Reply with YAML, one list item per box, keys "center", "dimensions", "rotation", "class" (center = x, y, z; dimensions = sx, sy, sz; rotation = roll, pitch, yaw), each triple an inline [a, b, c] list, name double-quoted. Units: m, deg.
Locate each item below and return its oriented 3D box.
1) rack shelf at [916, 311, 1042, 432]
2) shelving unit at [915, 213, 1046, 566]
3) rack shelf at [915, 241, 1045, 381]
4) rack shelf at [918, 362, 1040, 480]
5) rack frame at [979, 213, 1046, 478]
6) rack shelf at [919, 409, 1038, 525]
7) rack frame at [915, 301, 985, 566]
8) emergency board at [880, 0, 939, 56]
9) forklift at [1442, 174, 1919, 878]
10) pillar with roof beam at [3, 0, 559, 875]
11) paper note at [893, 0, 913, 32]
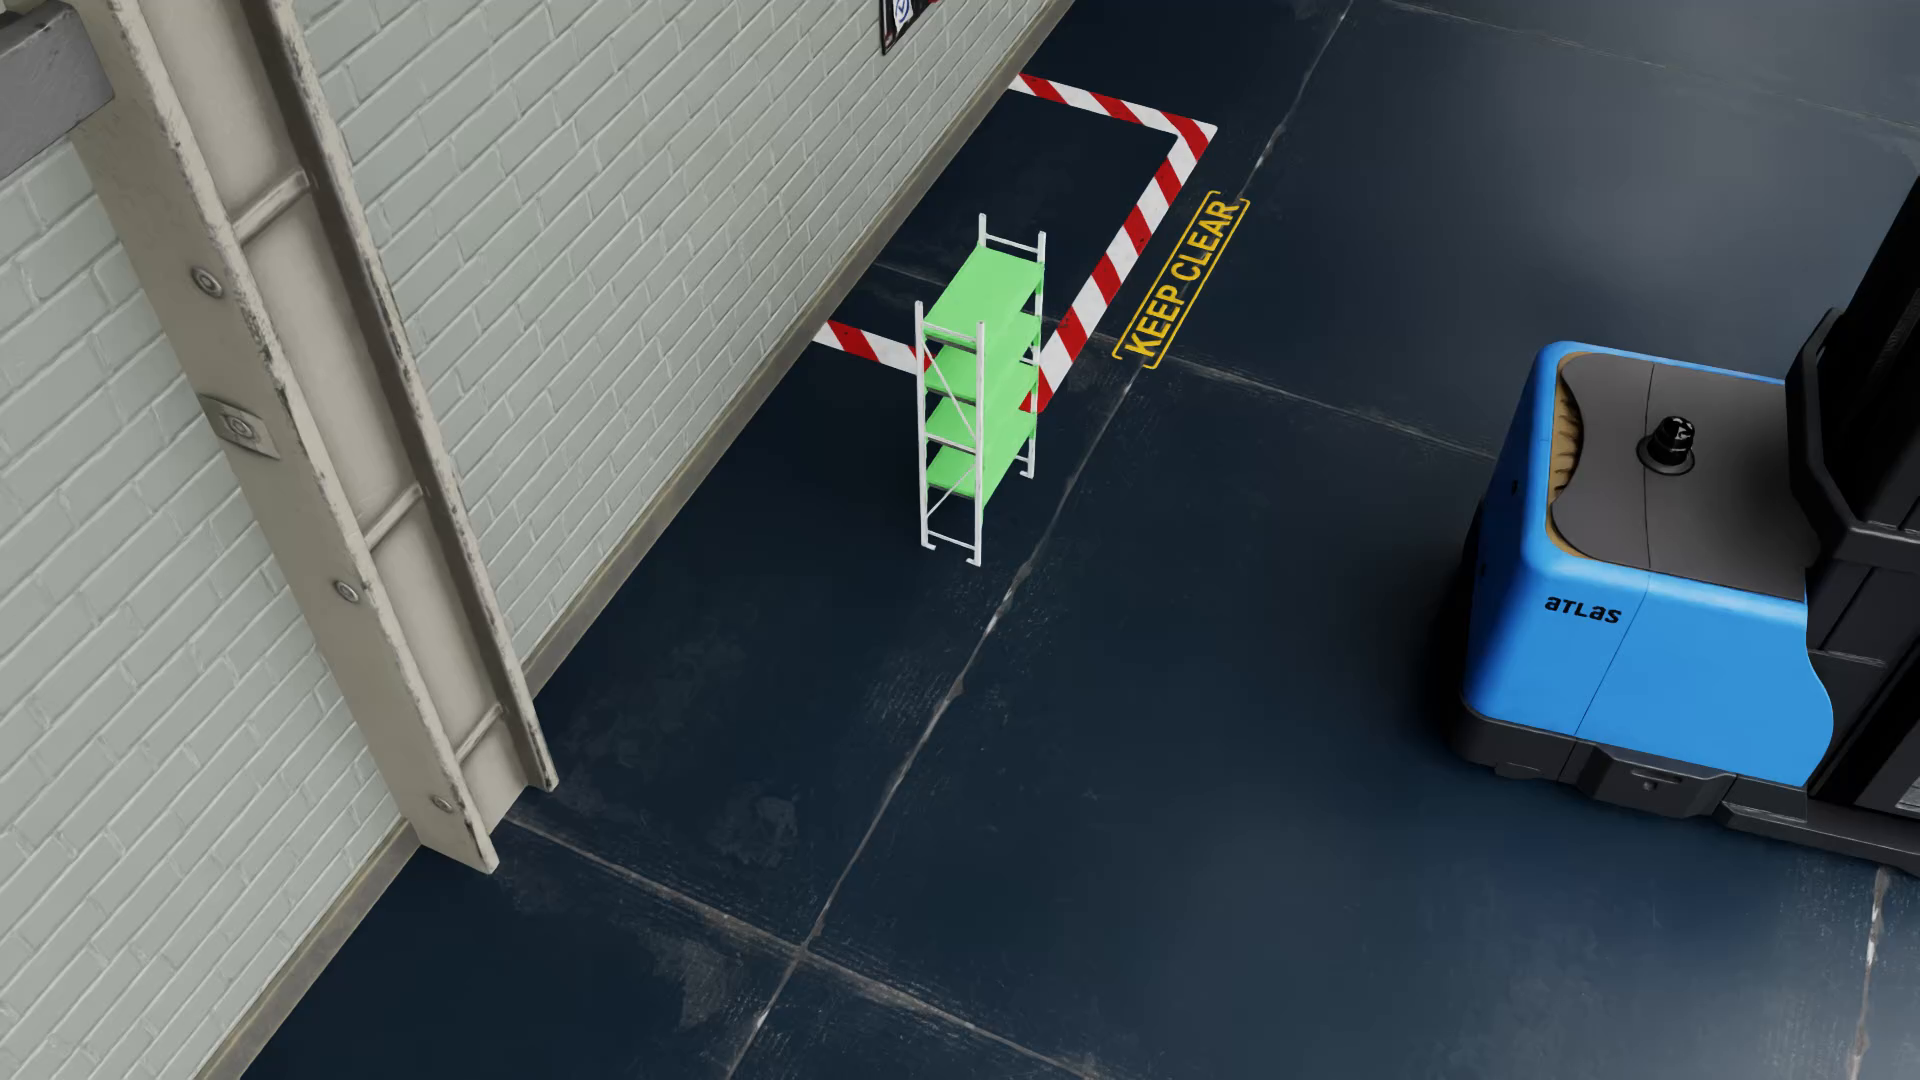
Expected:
- center: [0.071, -0.617, 5.756]
  dimensions: [0.258, 0.148, 0.480]
  rotation: [20, 52, 16]
  class: "rack shelf"
- center: [0.071, -0.503, 5.890]
  dimensions: [0.258, 1.200, 0.503]
  rotation: [20, 52, 16]
  class: "shelving unit"
- center: [0.071, -0.772, 5.573]
  dimensions: [0.258, 0.148, 0.480]
  rotation: [20, 52, 16]
  class: "rack shelf"
- center: [0.071, -0.461, 5.939]
  dimensions: [0.258, 0.148, 0.480]
  rotation: [20, 52, 16]
  class: "rack shelf"
- center: [0.175, -0.671, 6.033]
  dimensions: [0.240, 1.200, 0.015]
  rotation: [20, 52, 16]
  class: "rack frame"
- center: [0.071, -0.306, 6.121]
  dimensions: [0.258, 0.148, 0.480]
  rotation: [20, 52, 16]
  class: "rack shelf"
- center: [-0.034, -0.335, 5.747]
  dimensions: [0.240, 1.200, 0.015]
  rotation: [20, 52, 16]
  class: "rack frame"
- center: [-0.088, -2.525, 6.429]
  dimensions: [0.194, 1.169, 0.643]
  rotation: [20, 52, 16]
  class: "emergency board"
- center: [3.200, -0.256, 4.543]
  dimensions: [3.031, 2.935, 1.130]
  rotation: [12, 51, 10]
  class: "forklift"
- center: [2.331, -0.626, 0.874]
  dimensions: [9.100, 9.000, 0.400]
  rotation: [20, 52, 16]
  class: "pillar with roof beam"
- center: [-0.227, -2.140, 6.680]
  dimensions: [0.016, 0.148, 0.142]
  rotation: [20, 52, 16]
  class: "paper note"
